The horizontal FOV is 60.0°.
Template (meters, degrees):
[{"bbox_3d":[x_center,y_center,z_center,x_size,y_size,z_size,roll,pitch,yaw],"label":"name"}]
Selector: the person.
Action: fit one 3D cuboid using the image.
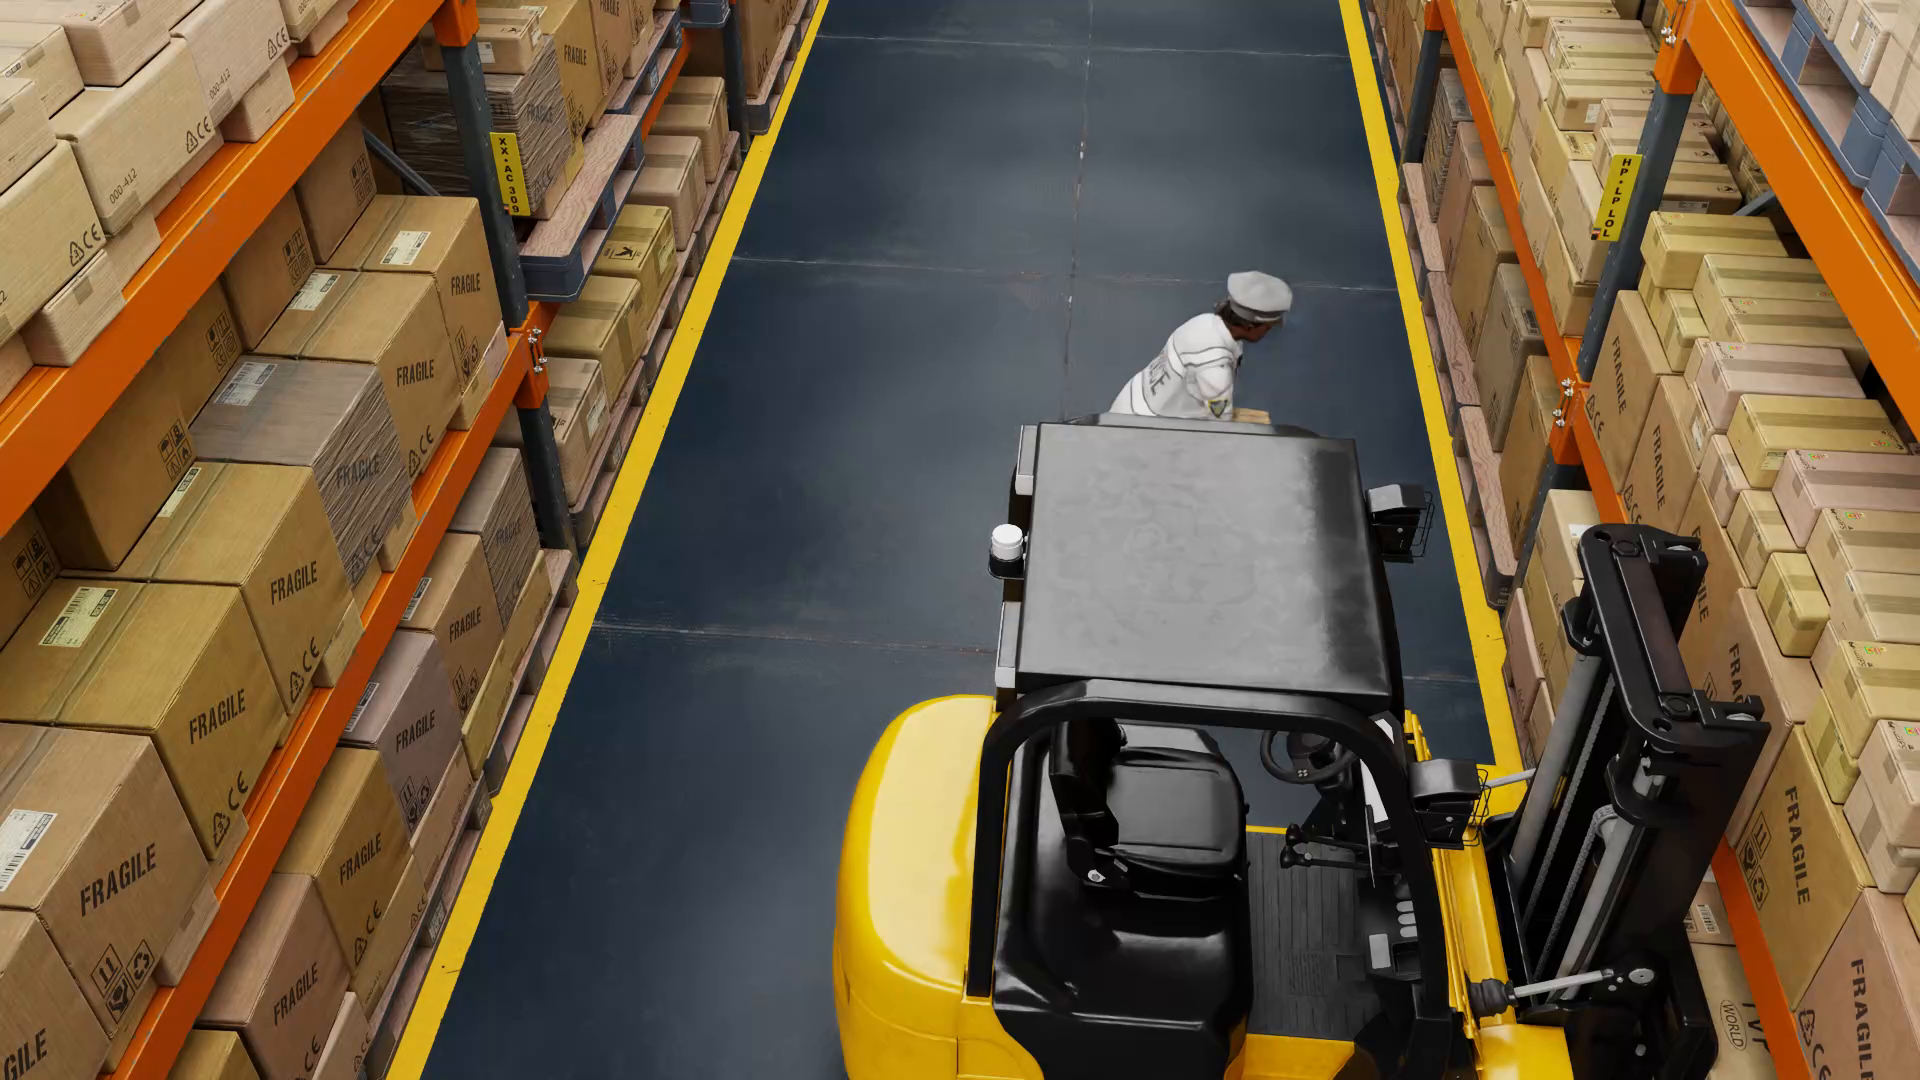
[{"bbox_3d":[0.912,-0.360,6.669,0.646,1.559,0.412,3,40,3],"label":"person"}]
